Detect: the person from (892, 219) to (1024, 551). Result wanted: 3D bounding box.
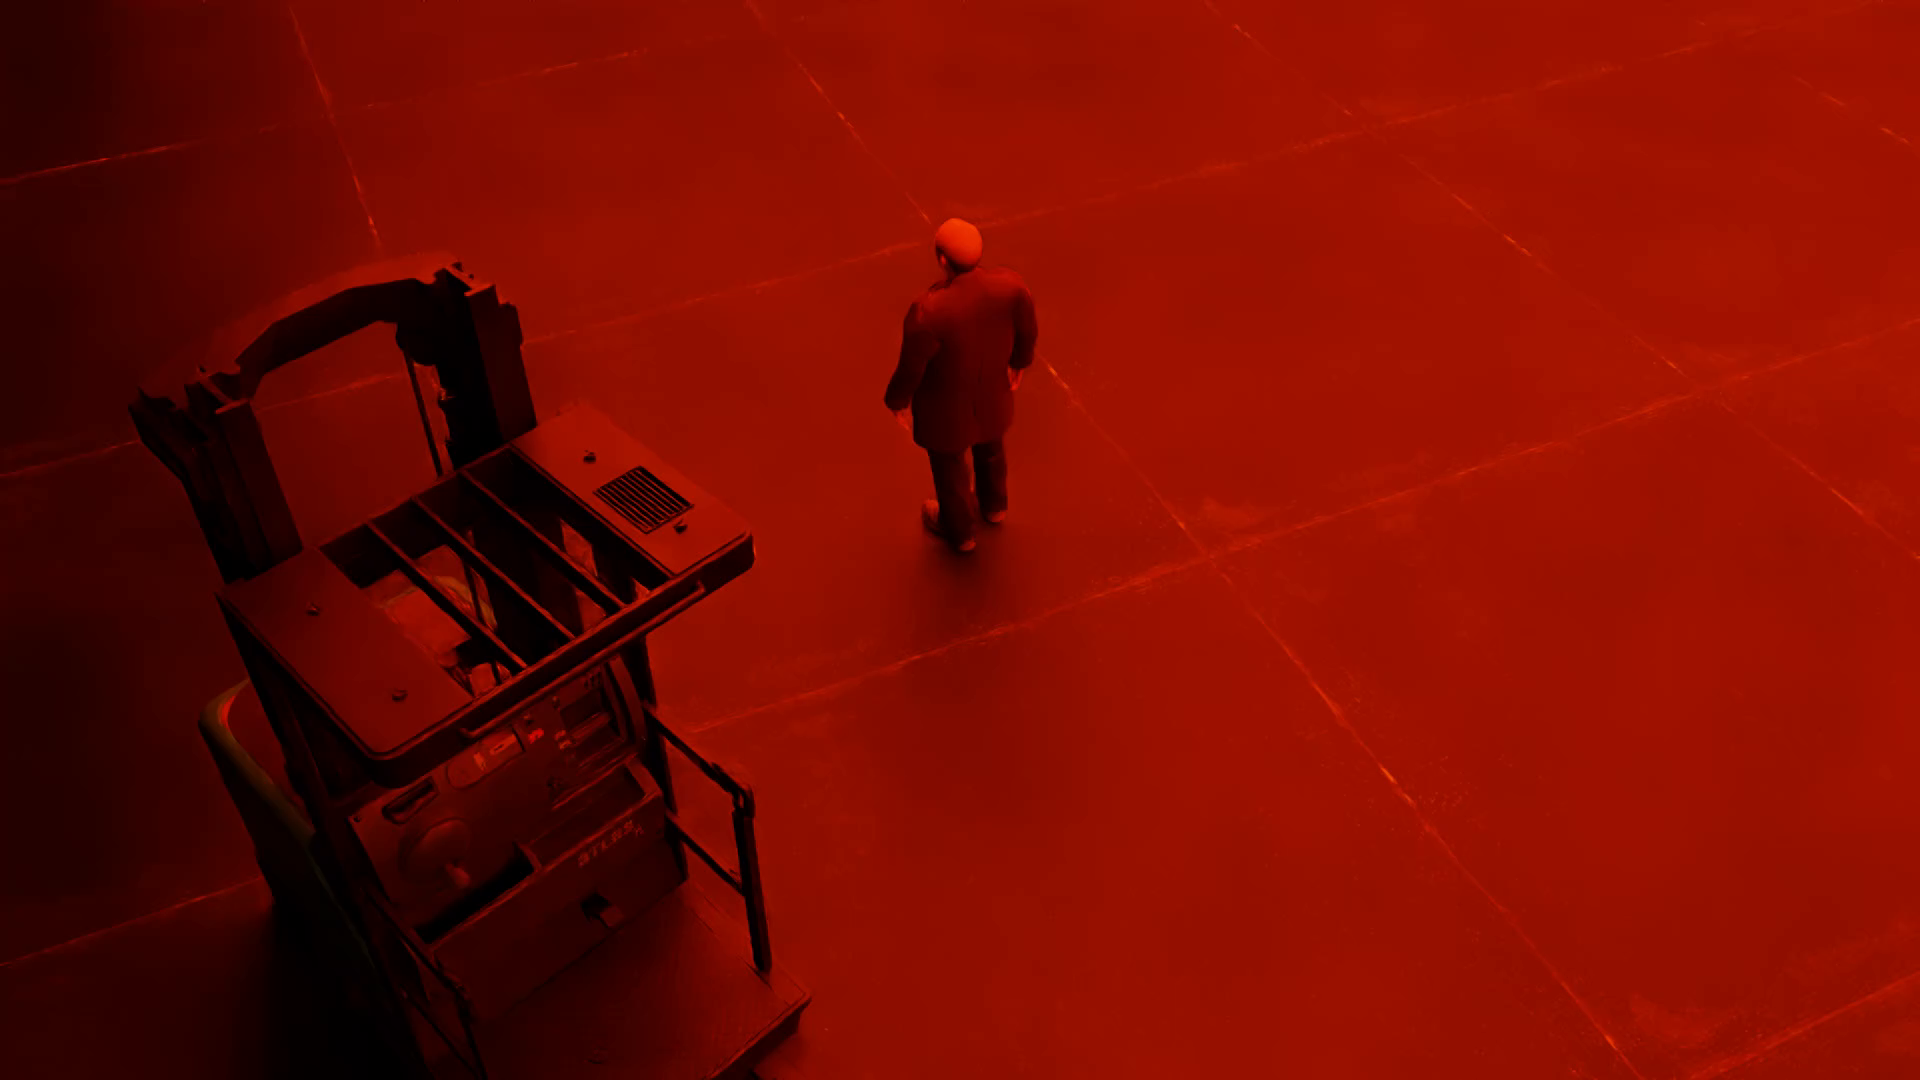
[{"bbox_3d":[-0.035,-0.720,7.287,0.648,1.776,0.560,-18,46,-18],"label":"person"}]

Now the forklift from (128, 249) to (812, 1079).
[{"bbox_3d":[-1.216,0.786,4.884,1.129,2.867,3.031,-34,53,-31],"label":"forklift"}]
